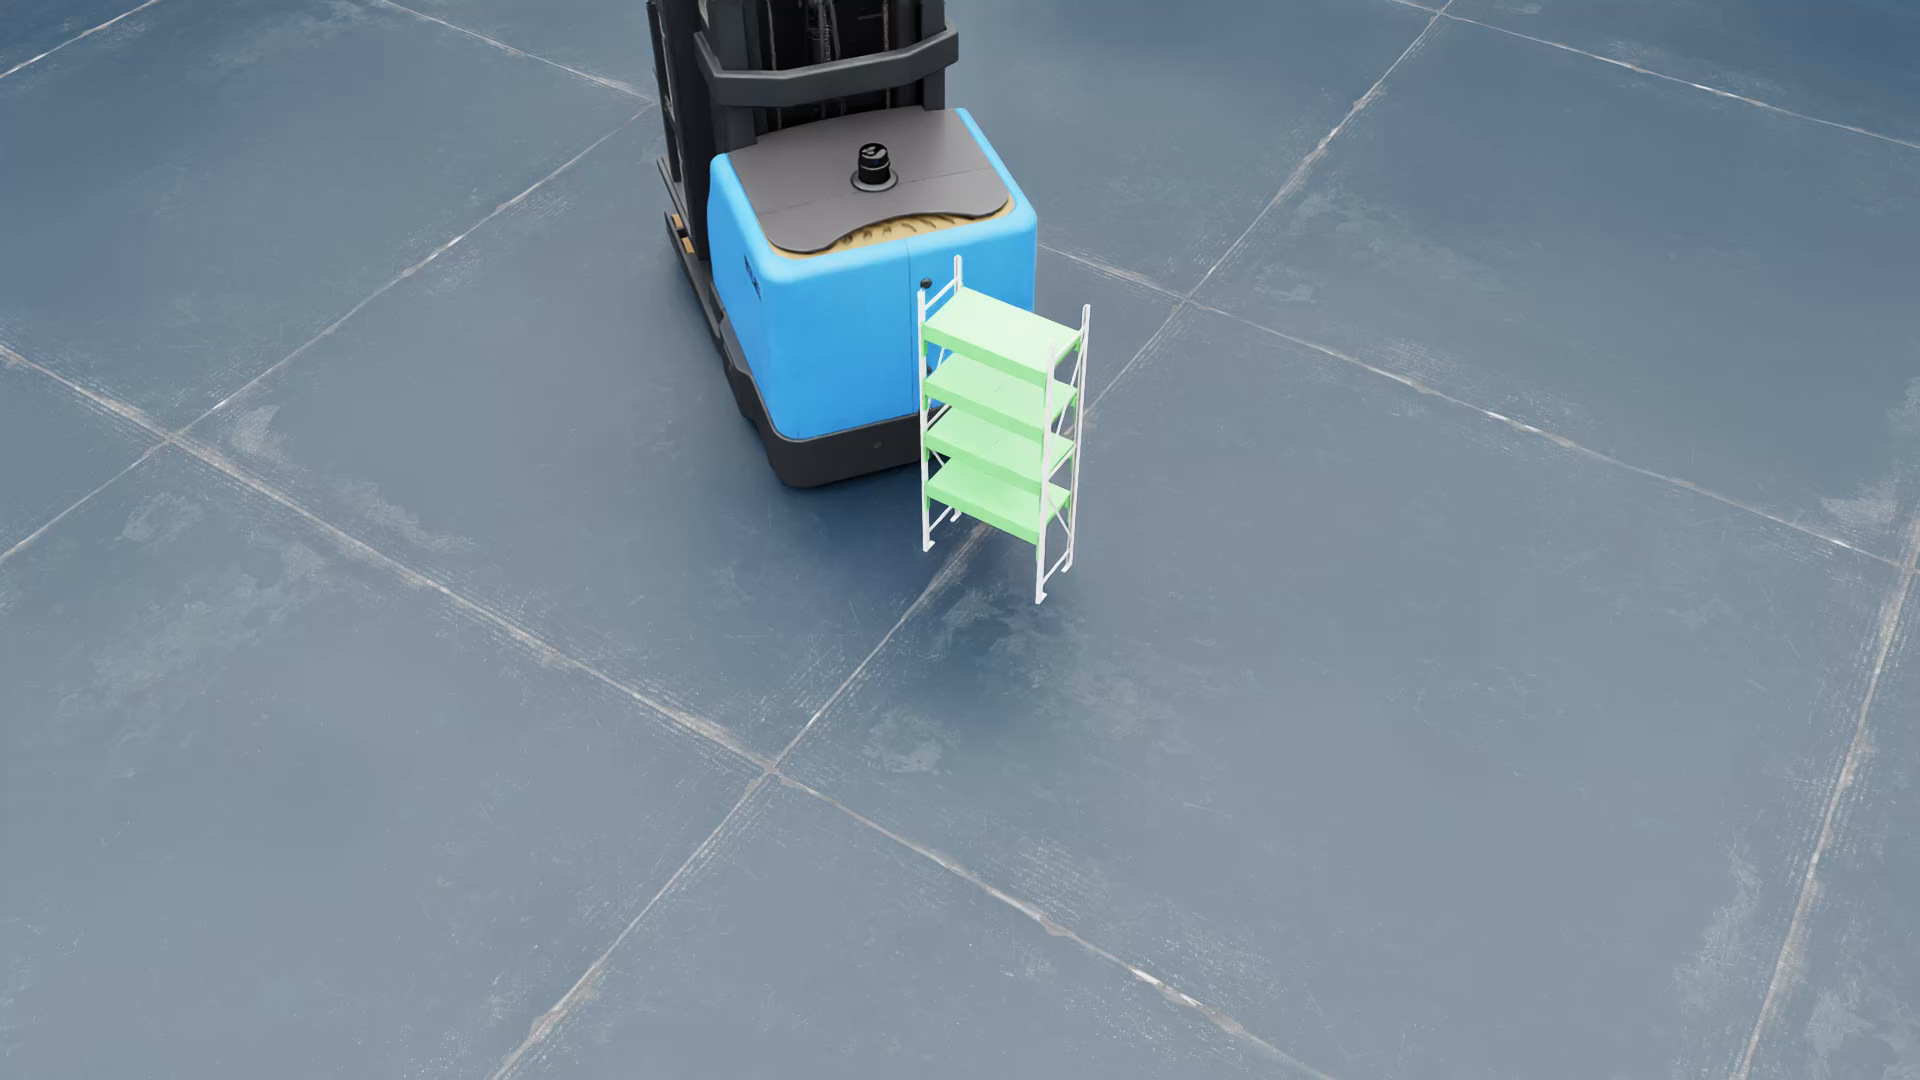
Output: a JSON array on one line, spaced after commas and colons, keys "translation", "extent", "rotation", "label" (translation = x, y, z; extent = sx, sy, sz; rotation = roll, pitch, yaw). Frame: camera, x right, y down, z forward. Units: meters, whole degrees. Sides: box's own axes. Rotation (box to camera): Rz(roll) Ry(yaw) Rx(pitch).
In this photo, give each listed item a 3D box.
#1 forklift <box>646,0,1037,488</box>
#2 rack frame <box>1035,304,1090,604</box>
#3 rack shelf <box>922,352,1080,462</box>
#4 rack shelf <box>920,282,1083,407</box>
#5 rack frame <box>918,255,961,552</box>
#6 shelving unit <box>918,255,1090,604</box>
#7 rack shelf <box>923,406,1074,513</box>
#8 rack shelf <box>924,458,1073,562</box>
[{"translation": [-0.686, -2.297, 6.438], "extent": [1.130, 2.935, 3.031], "rotation": [-15, 48, -14], "label": "forklift"}, {"translation": [0.345, -0.260, 5.666], "extent": [0.015, 1.200, 0.240], "rotation": [25, 51, 22], "label": "rack frame"}, {"translation": [0.139, -0.477, 5.631], "extent": [0.480, 0.148, 0.258], "rotation": [25, 51, 22], "label": "rack shelf"}, {"translation": [0.139, -0.644, 5.459], "extent": [0.480, 0.148, 0.258], "rotation": [25, 51, 22], "label": "rack shelf"}, {"translation": [-0.066, -0.449, 5.849], "extent": [0.015, 1.200, 0.240], "rotation": [25, 51, 22], "label": "rack frame"}, {"translation": [0.139, -0.354, 5.757], "extent": [0.503, 1.200, 0.258], "rotation": [25, 51, 22], "label": "shelving unit"}, {"translation": [0.139, -0.310, 5.803], "extent": [0.480, 0.148, 0.258], "rotation": [25, 51, 22], "label": "rack shelf"}, {"translation": [0.139, -0.142, 5.975], "extent": [0.480, 0.148, 0.258], "rotation": [25, 51, 22], "label": "rack shelf"}]
